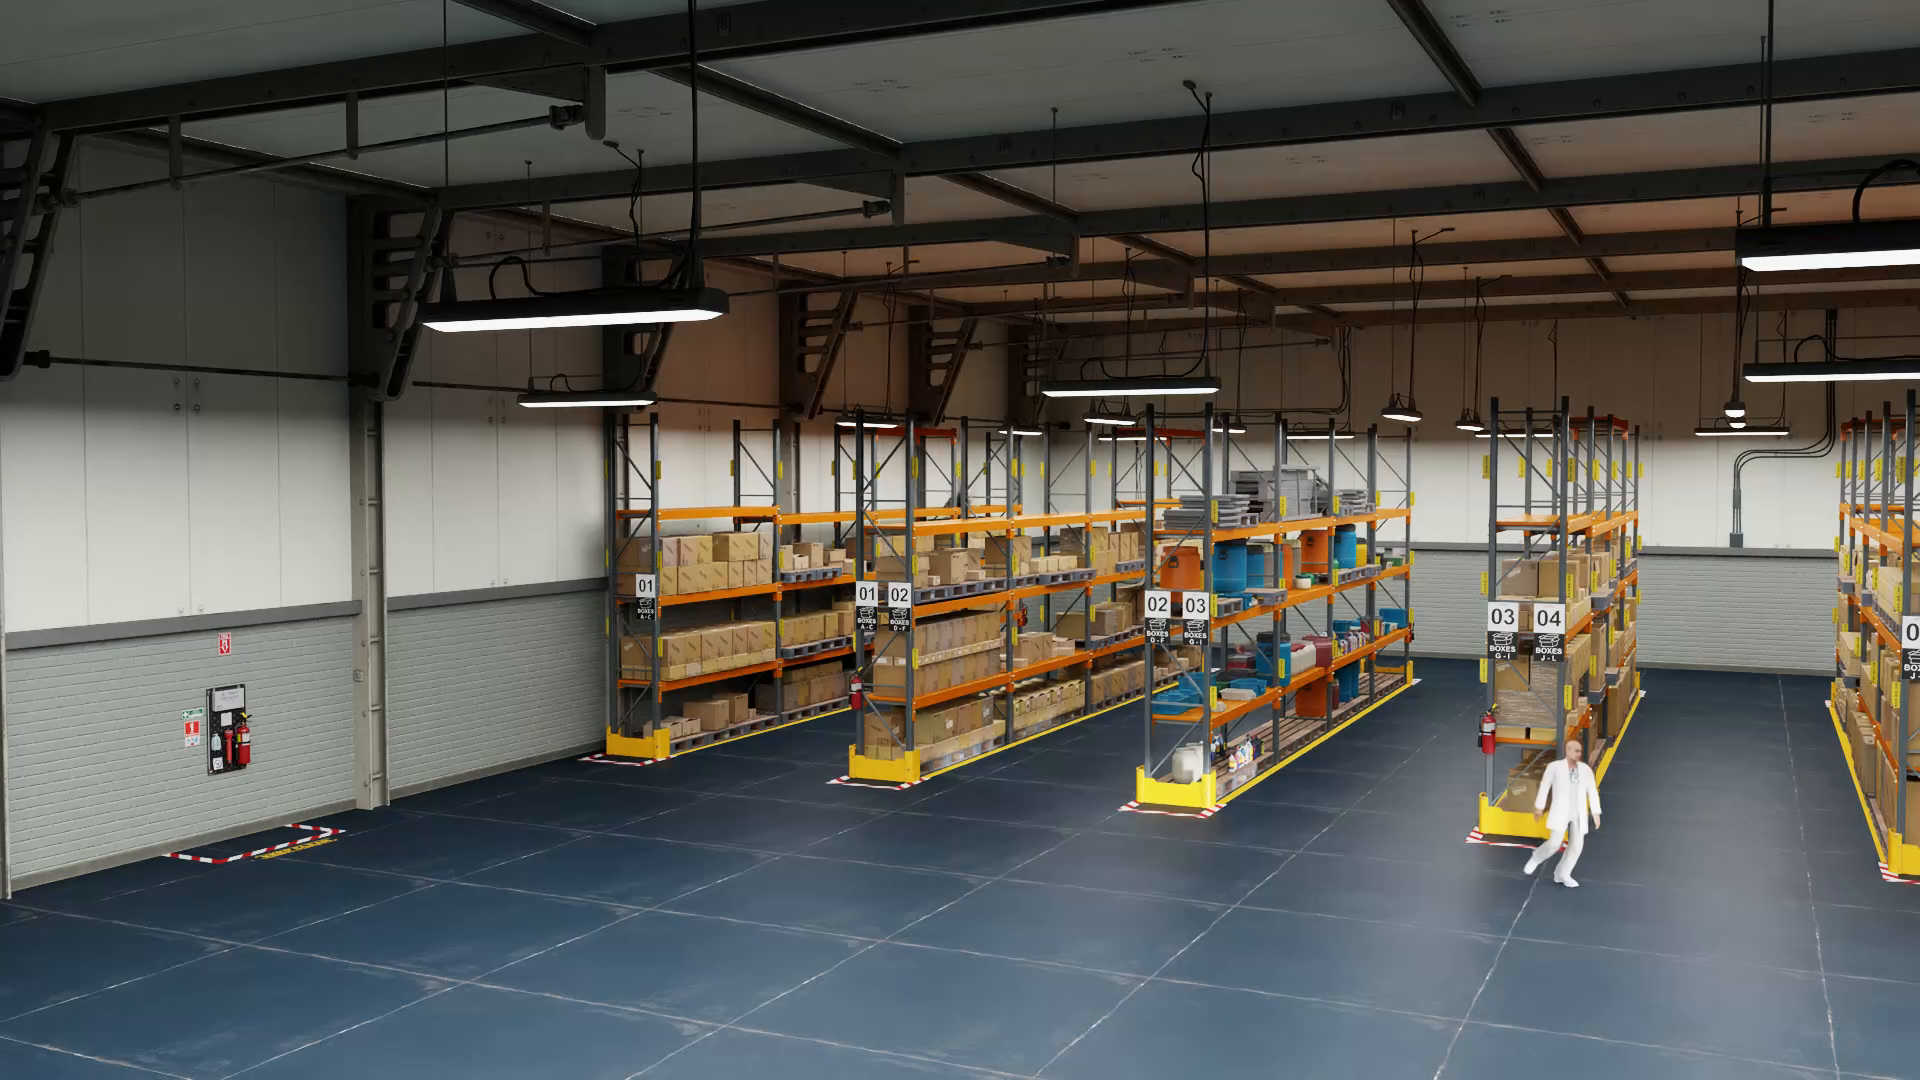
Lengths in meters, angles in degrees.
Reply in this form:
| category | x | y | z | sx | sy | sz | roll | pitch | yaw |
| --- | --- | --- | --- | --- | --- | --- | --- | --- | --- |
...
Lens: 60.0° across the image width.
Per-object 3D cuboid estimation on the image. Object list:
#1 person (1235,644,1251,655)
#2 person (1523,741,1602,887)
| category | x | y | z | sx | sy | sz | roll | pitch | yaw |
| --- | --- | --- | --- | --- | --- | --- | --- | --- | --- |
| person | 5.991 | 2.846 | 34.453 | 0.555 | 1.426 | 0.841 | 2 | 3 | 41 |
| person | 7.251 | 3.375 | 20.064 | 0.814 | 1.552 | 0.630 | 0 | 2 | -3 |
